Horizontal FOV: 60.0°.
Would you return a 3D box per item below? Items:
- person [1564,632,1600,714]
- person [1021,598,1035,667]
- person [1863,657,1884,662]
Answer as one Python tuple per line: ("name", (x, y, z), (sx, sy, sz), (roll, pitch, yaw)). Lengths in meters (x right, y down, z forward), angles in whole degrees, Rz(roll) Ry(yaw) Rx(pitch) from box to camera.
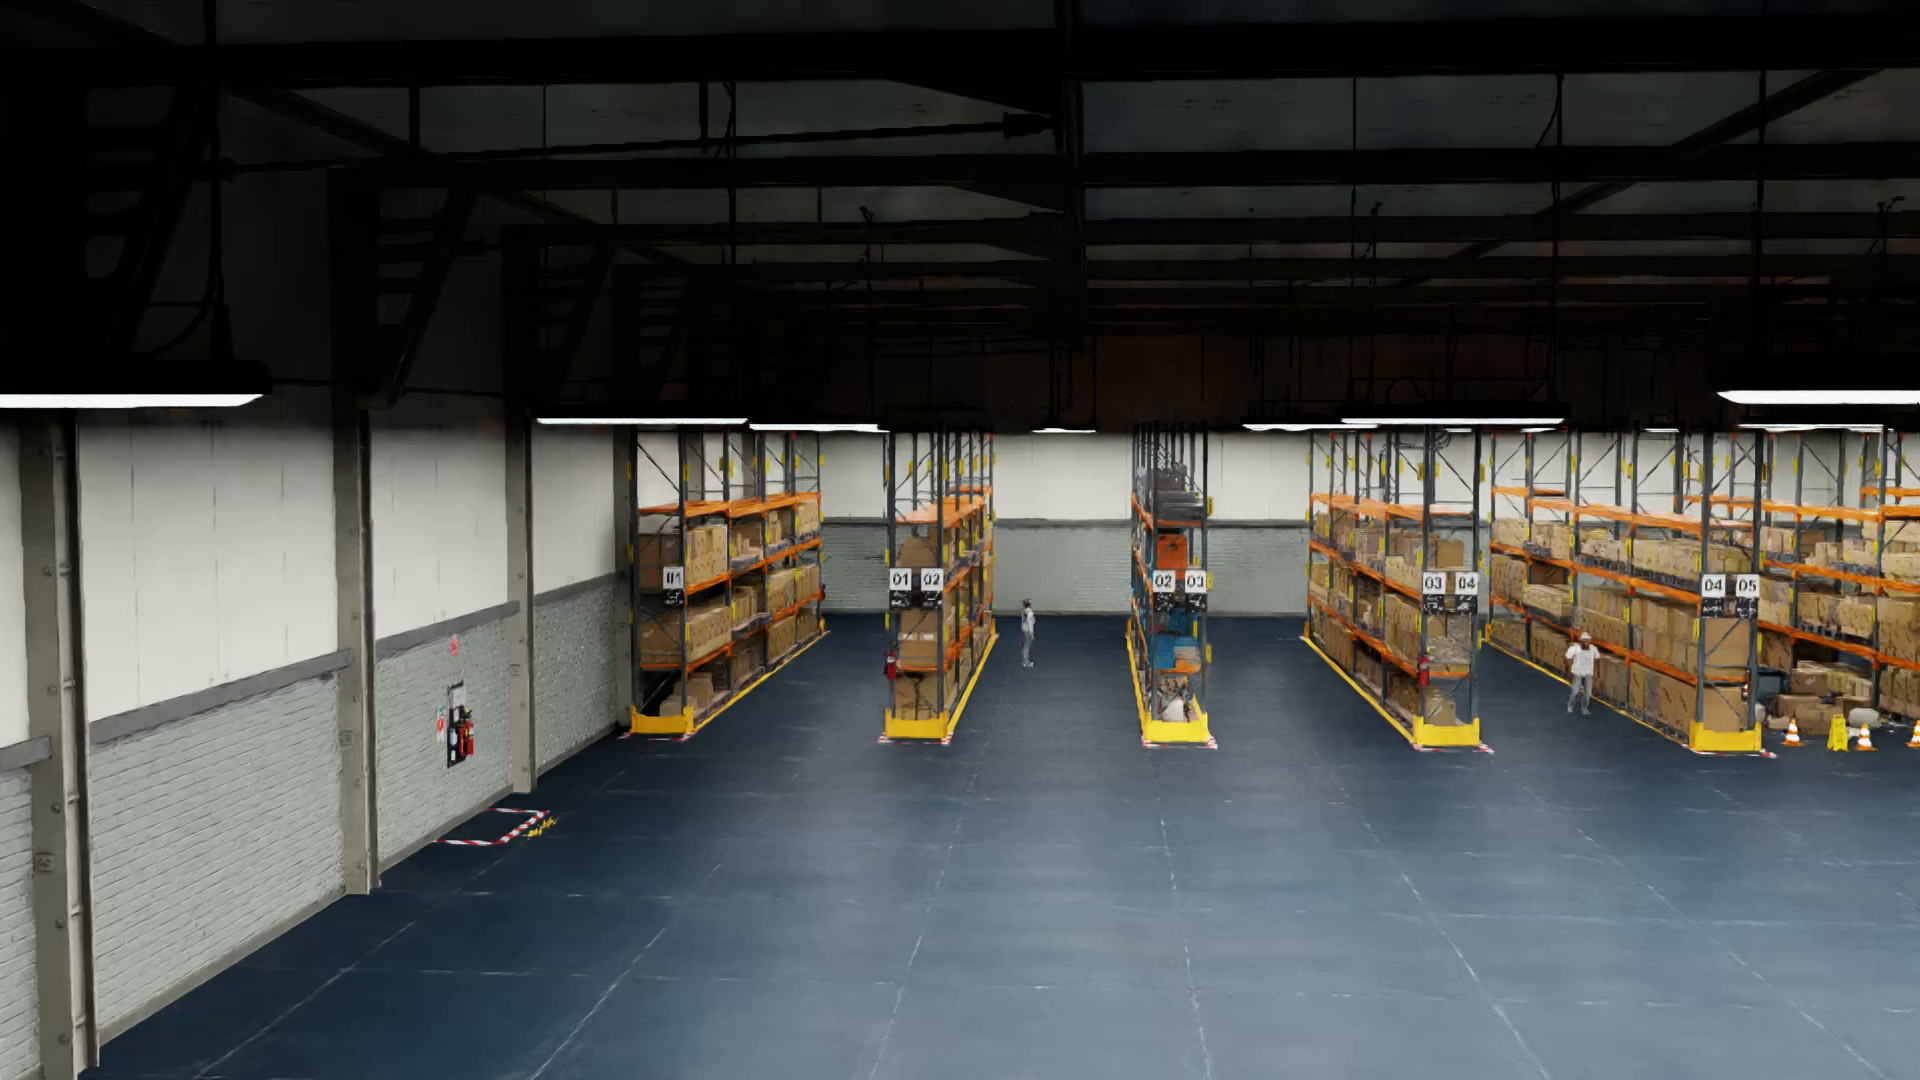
("person", (12.710, 2.692, 33.958), (0.719, 1.649, 0.578), (0, 4, 3))
("person", (1.680, 2.272, 41.087), (0.360, 1.671, 0.582), (-1, 4, -17))
("person", (23.080, 2.221, 41.888), (0.536, 1.670, 0.544), (1, 4, 22))
